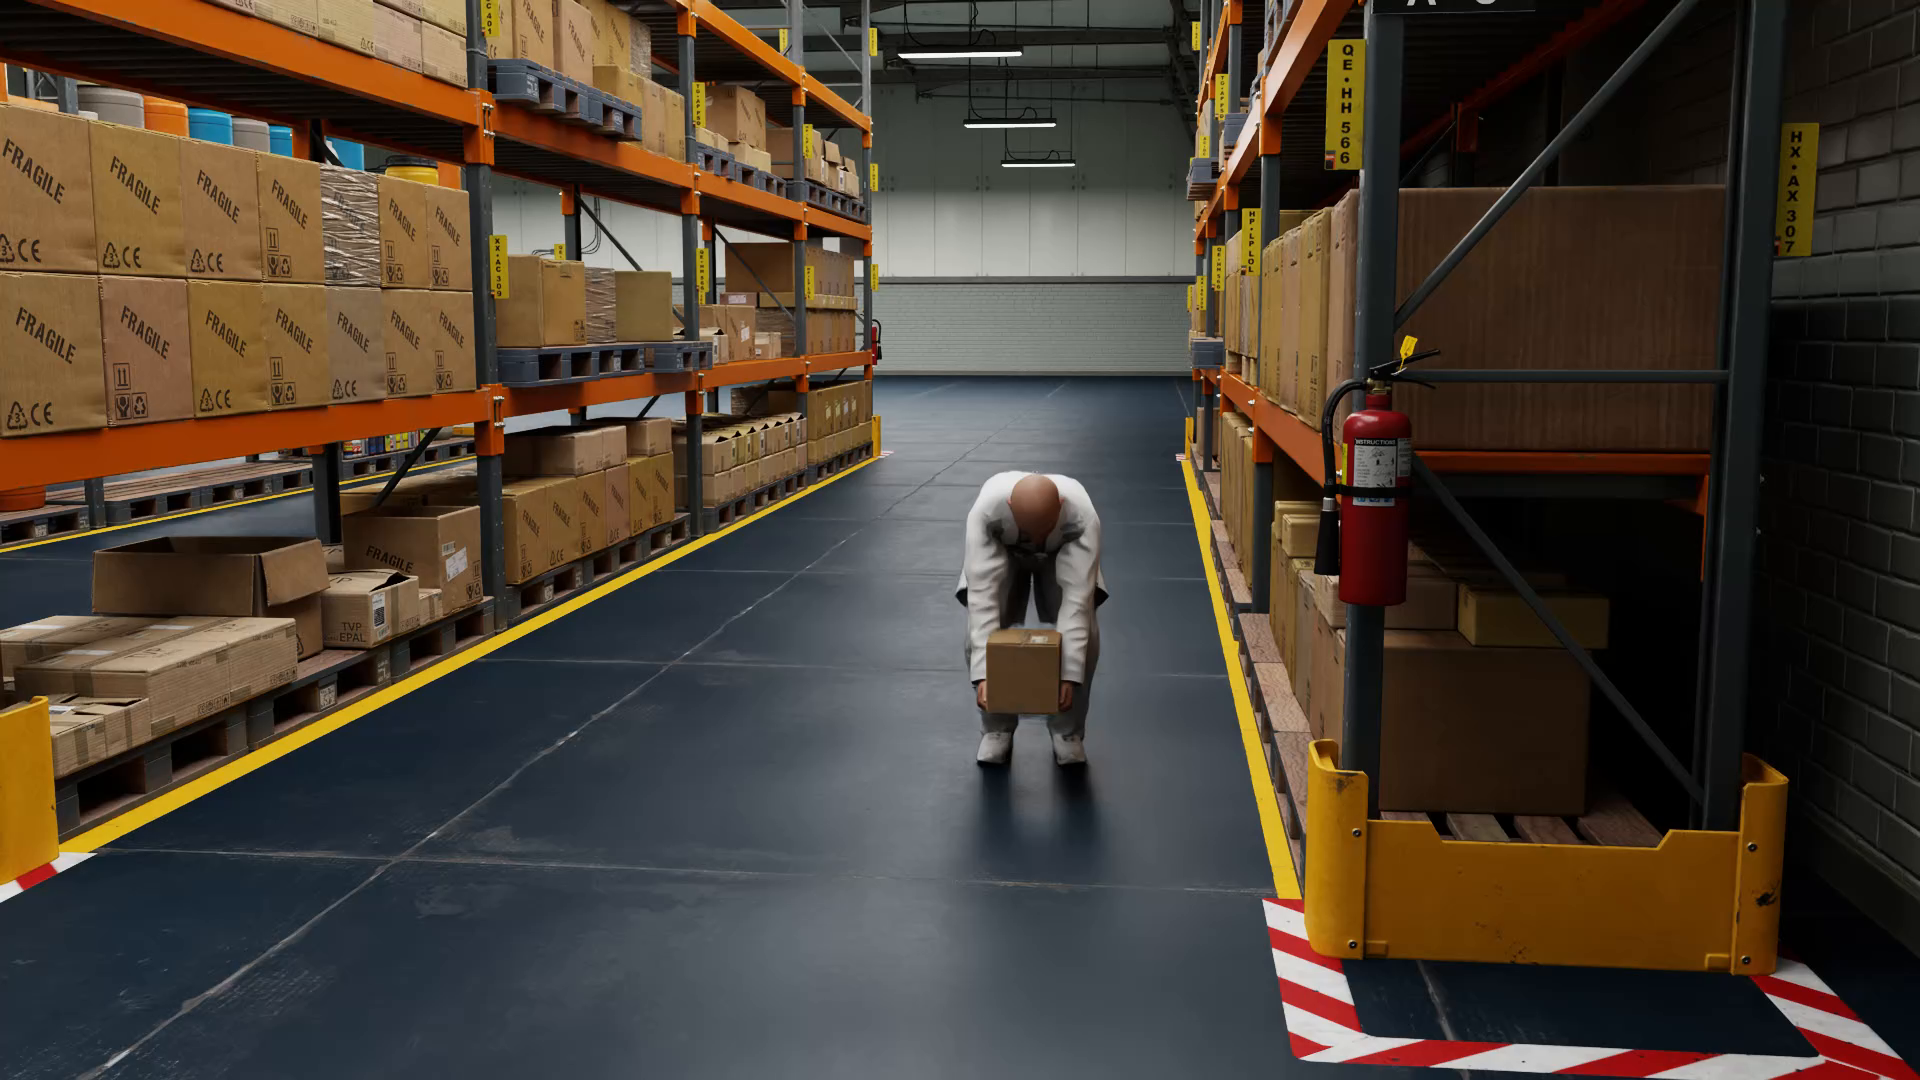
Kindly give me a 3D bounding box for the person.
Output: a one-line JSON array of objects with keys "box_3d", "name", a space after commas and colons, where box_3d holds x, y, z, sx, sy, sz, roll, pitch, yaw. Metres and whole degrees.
[{"box_3d": [0.261, 0.289, 6.105, 0.586, 1.136, 0.938, 0, 7, 3], "name": "person"}]
